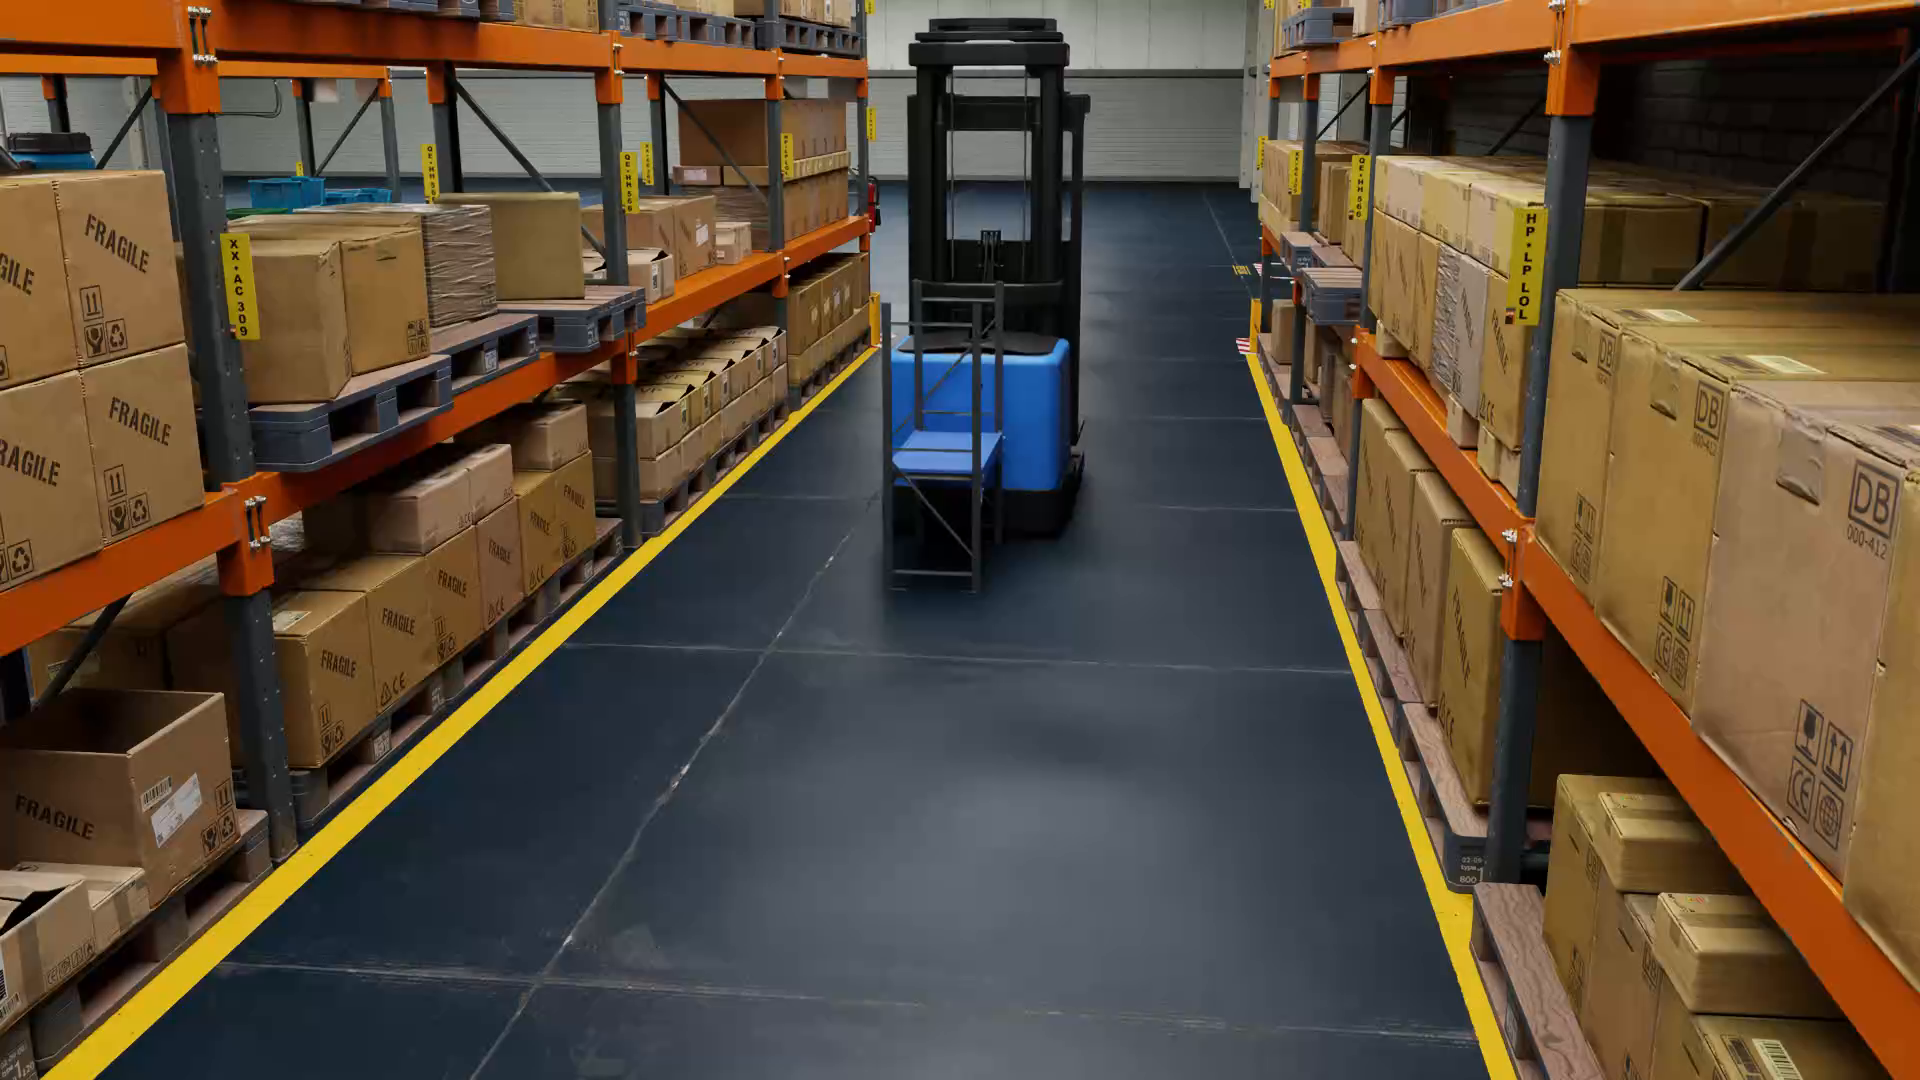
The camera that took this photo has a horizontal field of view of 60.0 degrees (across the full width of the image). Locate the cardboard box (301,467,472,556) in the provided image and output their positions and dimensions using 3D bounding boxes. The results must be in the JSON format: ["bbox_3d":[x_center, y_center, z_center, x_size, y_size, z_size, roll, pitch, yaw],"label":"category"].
[{"bbox_3d":[-2.368,-0.127,6.894,0.500,0.250,0.500,2,15,6],"label":"cardboard box"}]

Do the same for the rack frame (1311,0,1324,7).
[{"bbox_3d":[3.047,-5.207,11.681,1.000,3.000,0.127,2,15,6],"label":"rack frame"}]

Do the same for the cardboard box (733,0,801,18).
[{"bbox_3d":[-1.556,-4.346,12.977,0.500,0.500,0.500,3,15,11],"label":"cardboard box"}]

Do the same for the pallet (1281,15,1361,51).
[{"bbox_3d":[2.872,-3.512,11.516,1.213,0.211,1.003,2,15,6],"label":"pallet"}]

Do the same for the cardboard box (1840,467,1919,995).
[{"bbox_3d":[1.812,0.334,2.104,0.980,0.700,0.700,2,15,6],"label":"cardboard box"}]

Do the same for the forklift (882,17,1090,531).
[{"bbox_3d":[0.252,-1.805,10.721,1.130,2.935,3.031,2,15,7],"label":"forklift"}]

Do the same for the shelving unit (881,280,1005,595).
[{"bbox_3d":[-0.075,-0.584,8.950,0.538,1.500,1.048,2,15,7],"label":"shelving unit"}]

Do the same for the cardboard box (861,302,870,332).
[{"bbox_3d":[-1.191,-2.221,16.594,0.500,0.250,0.500,2,15,6],"label":"cardboard box"}]

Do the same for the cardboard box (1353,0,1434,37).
[{"bbox_3d":[2.409,-2.883,8.965,0.500,0.311,0.500,2,15,6],"label":"cardboard box"}]

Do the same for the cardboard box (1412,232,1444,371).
[{"bbox_3d":[2.110,-0.958,6.657,0.500,0.500,0.500,2,15,8],"label":"cardboard box"}]

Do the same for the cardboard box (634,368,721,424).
[{"bbox_3d":[-1.865,-0.961,10.858,0.500,0.311,0.500,1,15,5],"label":"cardboard box"}]

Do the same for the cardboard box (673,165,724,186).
[{"bbox_3d":[-2.057,-2.895,13.186,0.380,0.149,0.250,2,15,6],"label":"cardboard box"}]

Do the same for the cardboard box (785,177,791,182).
[{"bbox_3d":[-1.597,-3.014,13.627,0.380,0.149,0.250,1,15,5],"label":"cardboard box"}]

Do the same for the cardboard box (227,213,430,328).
[{"bbox_3d":[-2.640,-1.093,6.960,0.700,0.500,0.500,-2,15,-8],"label":"cardboard box"}]

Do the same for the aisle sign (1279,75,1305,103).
[{"bbox_3d":[3.209,-4.631,16.063,0.394,0.787,0.004,2,15,6],"label":"aisle sign"}]

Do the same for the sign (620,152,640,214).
[{"bbox_3d":[-1.786,-1.926,8.972,0.100,0.325,0.005,2,15,6],"label":"sign"}]

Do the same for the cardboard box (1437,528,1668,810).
[{"bbox_3d":[2.089,0.426,5.654,0.750,0.750,0.750,2,15,7],"label":"cardboard box"}]

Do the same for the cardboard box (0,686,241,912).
[{"bbox_3d":[-2.560,0.769,5.018,0.500,0.500,0.500,2,15,6],"label":"cardboard box"}]

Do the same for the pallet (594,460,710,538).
[{"bbox_3d":[-2.195,-0.285,10.313,1.003,0.211,1.213,2,15,6],"label":"pallet"}]

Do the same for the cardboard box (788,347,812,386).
[{"bbox_3d":[-1.522,-1.443,13.716,0.500,0.250,0.500,2,15,6],"label":"cardboard box"}]

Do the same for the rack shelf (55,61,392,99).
[{"bbox_3d":[-6.571,-4.223,15.164,1.077,0.370,4.000,2,15,6],"label":"rack shelf"}]

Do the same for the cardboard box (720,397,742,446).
[{"bbox_3d":[-1.809,-0.820,11.411,0.500,0.250,0.500,2,15,7],"label":"cardboard box"}]

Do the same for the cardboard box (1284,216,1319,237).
[{"bbox_3d":[2.800,-2.380,12.968,0.500,0.250,0.500,2,15,6],"label":"cardboard box"}]

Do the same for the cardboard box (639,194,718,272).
[{"bbox_3d":[-2.038,-2.169,11.747,0.500,0.500,0.500,3,15,10],"label":"cardboard box"}]

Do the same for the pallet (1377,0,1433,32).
[{"bbox_3d":[2.576,-2.462,7.637,1.213,0.211,1.003,2,15,9],"label":"pallet"}]

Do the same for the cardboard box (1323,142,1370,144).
[{"bbox_3d":[3.590,-3.389,15.263,0.500,0.500,0.500,2,15,7],"label":"cardboard box"}]

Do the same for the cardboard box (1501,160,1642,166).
[{"bbox_3d":[2.740,-1.578,7.515,0.500,0.250,0.500,1,15,4],"label":"cardboard box"}]

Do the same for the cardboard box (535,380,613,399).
[{"bbox_3d":[-2.460,-0.843,10.422,0.500,0.311,0.500,1,15,5],"label":"cardboard box"}]

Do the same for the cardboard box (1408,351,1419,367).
[{"bbox_3d":[2.272,-0.883,7.626,0.380,0.149,0.250,2,15,6],"label":"cardboard box"}]

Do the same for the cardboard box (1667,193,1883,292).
[{"bbox_3d":[2.455,-0.912,5.051,0.500,0.250,0.500,2,15,8],"label":"cardboard box"}]

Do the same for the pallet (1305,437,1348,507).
[{"bbox_3d":[2.826,-0.446,10.907,1.003,0.211,1.213,2,15,6],"label":"pallet"}]

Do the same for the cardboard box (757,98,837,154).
[{"bbox_3d":[-1.549,-3.897,15.652,0.700,0.500,0.500,1,15,5],"label":"cardboard box"}]

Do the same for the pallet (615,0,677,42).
[{"bbox_3d":[-2.339,-2.954,9.457,1.213,0.211,1.003,2,15,9],"label":"pallet"}]

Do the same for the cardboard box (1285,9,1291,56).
[{"bbox_3d":[3.022,-4.363,14.074,0.500,0.500,0.500,3,15,10],"label":"cardboard box"}]

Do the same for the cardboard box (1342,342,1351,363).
[{"bbox_3d":[2.934,-1.373,11.504,0.500,0.250,0.500,1,15,5],"label":"cardboard box"}]

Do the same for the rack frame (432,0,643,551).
[{"bbox_3d":[-2.327,-1.419,9.163,1.000,3.000,0.127,2,15,6],"label":"rack frame"}]

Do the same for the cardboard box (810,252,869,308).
[{"bbox_3d":[-1.189,-2.583,16.496,0.500,0.500,0.500,2,15,6],"label":"cardboard box"}]

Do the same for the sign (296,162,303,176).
[{"bbox_3d":[-6.891,-3.792,17.408,0.100,0.325,0.005,2,15,6],"label":"sign"}]

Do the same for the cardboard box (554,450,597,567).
[{"bbox_3d":[-2.199,-0.175,8.509,0.500,0.500,0.500,2,15,8],"label":"cardboard box"}]

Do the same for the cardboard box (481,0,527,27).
[{"bbox_3d":[-2.459,-2.534,7.349,0.910,0.500,0.500,2,15,6],"label":"cardboard box"}]

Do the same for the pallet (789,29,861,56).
[{"bbox_3d":[-1.529,-4.717,15.781,1.003,0.211,1.213,2,15,6],"label":"pallet"}]

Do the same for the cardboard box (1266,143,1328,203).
[{"bbox_3d":[3.016,-3.271,14.827,0.500,0.500,0.500,1,15,4],"label":"cardboard box"}]

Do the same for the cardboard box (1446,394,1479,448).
[{"bbox_3d":[1.952,-0.423,5.924,0.380,0.149,0.250,2,15,6],"label":"cardboard box"}]

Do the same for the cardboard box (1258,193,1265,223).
[{"bbox_3d":[3.128,-3.169,15.884,0.500,0.250,0.500,1,15,5],"label":"cardboard box"}]

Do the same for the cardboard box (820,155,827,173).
[{"bbox_3d":[-1.422,-3.415,15.109,0.380,0.149,0.250,2,15,8],"label":"cardboard box"}]

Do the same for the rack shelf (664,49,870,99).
[{"bbox_3d":[-1.650,-4.076,14.621,1.077,0.370,4.000,2,15,6],"label":"rack shelf"}]

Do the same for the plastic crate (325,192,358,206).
[{"bbox_3d":[-6.183,-3.262,16.264,0.499,0.251,0.408,2,15,6],"label":"plastic crate"}]

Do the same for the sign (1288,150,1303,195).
[{"bbox_3d":[2.507,-2.743,12.403,0.100,0.325,0.005,2,15,6],"label":"sign"}]

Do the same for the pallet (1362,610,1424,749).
[{"bbox_3d":[2.292,0.590,7.076,1.003,0.211,1.213,2,15,6],"label":"pallet"}]

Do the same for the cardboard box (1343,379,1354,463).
[{"bbox_3d":[2.827,-0.728,10.553,0.700,0.500,0.500,2,15,6],"label":"cardboard box"}]

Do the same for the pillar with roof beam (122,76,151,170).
[{"bbox_3d":[-19.357,-14.620,46.489,9.100,9.000,0.400,2,15,6],"label":"pillar with roof beam"}]

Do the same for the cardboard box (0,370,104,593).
[{"bbox_3d":[-2.636,-0.159,4.311,0.500,0.500,0.500,2,15,8],"label":"cardboard box"}]

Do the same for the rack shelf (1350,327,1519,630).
[{"bbox_3d":[2.370,-0.408,6.803,1.077,0.370,4.000,2,15,6],"label":"rack shelf"}]

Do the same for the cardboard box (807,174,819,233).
[{"bbox_3d":[-1.661,-3.020,14.892,0.700,0.500,0.500,2,15,8],"label":"cardboard box"}]

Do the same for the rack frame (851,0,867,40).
[{"bbox_3d":[-1.424,-6.390,16.053,1.000,3.000,0.127,2,15,6],"label":"rack frame"}]
